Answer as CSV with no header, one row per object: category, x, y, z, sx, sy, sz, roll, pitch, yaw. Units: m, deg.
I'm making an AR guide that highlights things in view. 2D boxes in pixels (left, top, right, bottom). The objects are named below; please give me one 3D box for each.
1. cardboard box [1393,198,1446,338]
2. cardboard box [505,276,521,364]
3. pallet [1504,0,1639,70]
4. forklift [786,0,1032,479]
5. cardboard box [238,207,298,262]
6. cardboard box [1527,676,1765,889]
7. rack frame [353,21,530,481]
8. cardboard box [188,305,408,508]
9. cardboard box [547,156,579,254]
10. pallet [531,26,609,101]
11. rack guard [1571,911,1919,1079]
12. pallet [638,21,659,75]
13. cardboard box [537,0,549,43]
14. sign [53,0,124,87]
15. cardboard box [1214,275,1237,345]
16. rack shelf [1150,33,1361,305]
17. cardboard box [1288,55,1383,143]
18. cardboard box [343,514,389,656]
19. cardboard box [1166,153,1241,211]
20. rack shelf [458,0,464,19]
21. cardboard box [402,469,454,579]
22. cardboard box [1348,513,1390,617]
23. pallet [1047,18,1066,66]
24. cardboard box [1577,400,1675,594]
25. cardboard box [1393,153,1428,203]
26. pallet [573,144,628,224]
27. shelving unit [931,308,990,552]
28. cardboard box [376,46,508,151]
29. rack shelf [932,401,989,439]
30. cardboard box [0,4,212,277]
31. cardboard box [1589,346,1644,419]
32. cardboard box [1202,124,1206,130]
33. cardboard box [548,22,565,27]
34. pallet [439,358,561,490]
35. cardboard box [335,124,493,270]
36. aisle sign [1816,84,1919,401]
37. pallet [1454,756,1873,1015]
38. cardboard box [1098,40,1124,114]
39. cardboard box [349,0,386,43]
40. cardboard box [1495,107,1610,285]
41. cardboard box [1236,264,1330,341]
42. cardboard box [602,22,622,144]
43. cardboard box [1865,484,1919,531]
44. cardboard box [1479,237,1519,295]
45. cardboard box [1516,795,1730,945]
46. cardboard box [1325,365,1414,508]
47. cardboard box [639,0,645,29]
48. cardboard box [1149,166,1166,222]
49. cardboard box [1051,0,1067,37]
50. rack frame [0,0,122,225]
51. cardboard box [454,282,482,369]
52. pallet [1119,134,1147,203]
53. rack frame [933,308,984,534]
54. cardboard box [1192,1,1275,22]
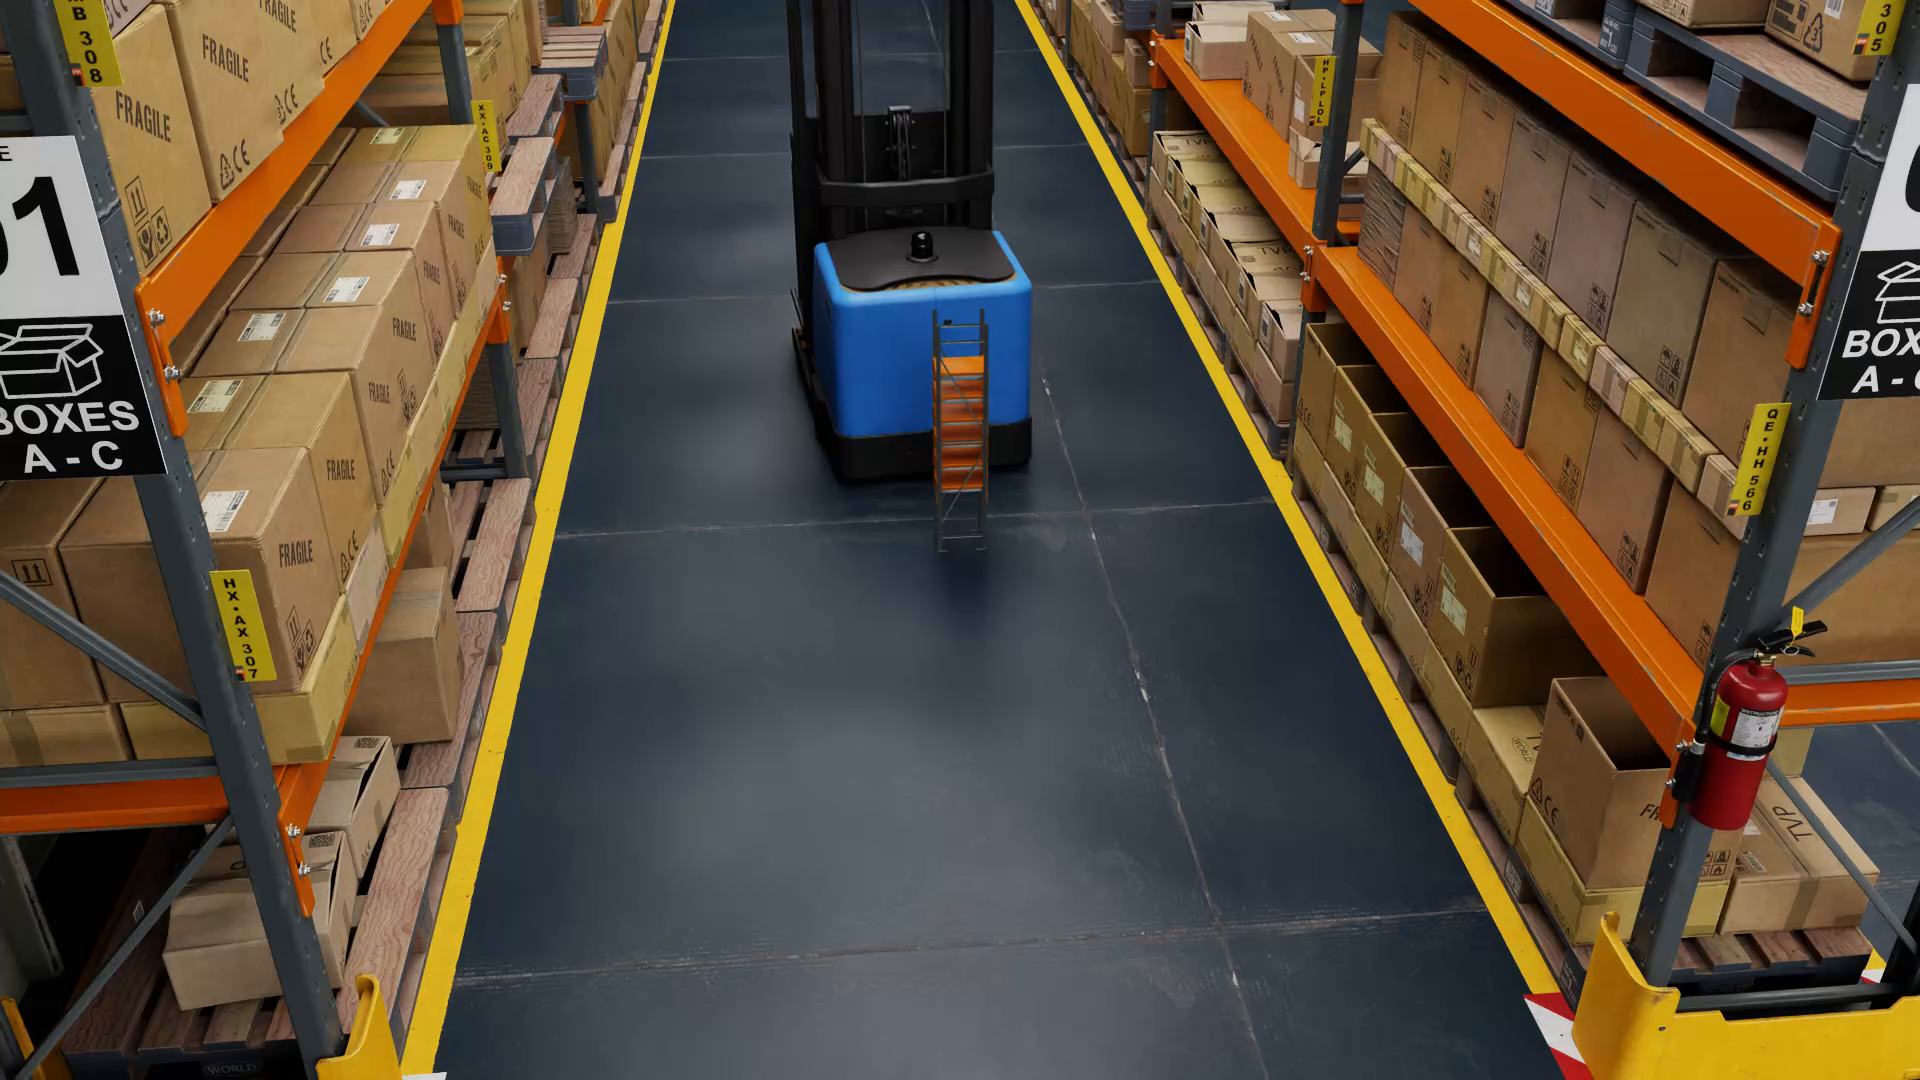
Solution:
cardboard box,2.343,-1.216,7.263,0.700,0.500,0.500,-3,31,-5
cardboard box,-2.875,-1.181,9.311,0.700,0.500,0.500,-3,31,-6
pallet,2.456,-1.863,5.604,1.003,0.211,1.213,-3,31,-5
forklift,-0.411,-2.318,9.273,1.130,2.935,3.031,-6,31,-10
cardboard box,-2.770,-0.926,6.271,0.500,0.500,0.500,-2,31,-3
cardboard box,2.267,0.792,5.539,0.500,0.500,0.500,-3,31,-5
rack frame,-2.692,-1.429,7.718,1.000,3.000,0.127,-3,31,-5
cardboard box,-2.142,-0.428,5.437,0.500,0.500,0.500,-4,31,-6
cardboard box,-2.946,-2.222,11.053,0.700,0.500,0.500,-2,31,-4
pallet,-2.893,-3.030,10.585,1.213,0.211,1.003,-3,31,-5
rack guard,2.616,1.459,5.320,1.175,0.500,0.348,-3,31,-5
pallet,-3.432,-4.708,15.927,1.003,0.211,1.213,-3,31,-5
cardboard box,-3.012,-3.464,10.597,0.700,0.500,0.500,-6,31,-10
sign,-1.778,-1.076,3.349,0.100,0.325,0.005,-3,31,-5
cardboard box,1.819,-1.386,9.916,0.500,0.250,0.500,-2,31,-3
rack shelf,2.053,-2.381,10.012,1.077,0.370,4.000,-3,31,-5
cardboard box,2.135,-2.373,9.200,0.500,0.500,0.500,-1,31,-1
cardboard box,-2.110,0.140,5.217,0.500,0.250,0.500,-4,31,-6
cardboard box,1.680,-2.402,11.071,0.500,0.311,0.500,-3,31,-6
rack shelf,-2.879,-3.429,8.842,1.077,0.370,4.000,-3,31,-5
cardboard box,-2.555,-0.017,7.362,0.500,0.500,0.500,-5,31,-8
cardboard box,2.064,0.094,7.439,0.500,0.250,0.500,-3,31,-5
pallet,1.429,-4.906,16.258,1.003,0.211,1.213,-3,31,-5
cardboard box,2.529,-0.176,5.522,0.700,0.500,0.500,-2,31,-3
cardboard box,2.121,-1.583,7.246,0.380,0.149,0.250,-4,31,-6
pallet,-3.064,-2.680,12.532,1.003,0.211,1.213,-3,31,-5
shelving unit,0.001,-0.508,7.930,0.258,1.200,0.189,-3,31,-5
cardboard box,-2.751,-2.208,8.495,0.700,0.500,0.500,0,31,1
rack shelf,0.001,-0.573,7.891,0.258,0.103,0.180,-3,31,-5
cardboard box,-2.100,-0.909,3.804,0.500,0.500,0.500,-2,31,-3
cardboard box,2.317,-0.526,5.476,0.380,0.149,0.250,-2,31,-4
cardboard box,2.108,-3.072,12.477,0.500,0.500,0.500,-1,31,-2
cardboard box,-2.866,-3.551,11.496,0.380,0.149,0.250,-3,31,-5
pallet,-2.766,-0.629,9.098,1.003,0.211,1.213,-3,31,-5
cardboard box,-2.340,-1.469,7.179,0.500,0.500,0.500,-3,31,-5
aisle sign,2.327,-0.695,3.953,0.394,0.787,0.004,-3,31,-5
pallet,2.500,1.182,6.064,1.003,0.211,1.213,-3,31,-5
cardboard box,1.442,-3.824,13.736,0.500,0.500,0.500,-4,31,-6
cardboard box,-2.275,-1.983,5.602,0.500,0.500,0.500,-4,31,-7
cardboard box,2.428,-1.273,6.094,0.700,0.500,0.500,-3,31,-5
cardboard box,1.862,-1.367,9.339,0.500,0.311,0.500,-2,31,-3
cardboard box,-3.079,-3.558,12.968,0.750,0.750,0.750,-3,31,-5
cardboard box,2.791,-0.158,4.860,0.380,0.149,0.250,-3,31,-5
cardboard box,2.220,-1.053,6.357,0.380,0.149,0.250,-3,31,-5
cardboard box,2.269,1.114,5.731,0.500,0.250,0.500,-3,31,-5
cardboard box,2.026,-0.484,7.675,0.500,0.500,0.500,-3,31,-5
cardboard box,-3.451,-5.264,16.166,0.700,0.500,0.500,-3,31,-5
cardboard box,1.623,-2.429,11.663,0.500,0.250,0.500,-3,31,-5
cardboard box,1.157,-5.146,15.949,0.500,0.500,0.500,-3,31,-5
rack frame,-2.318,-1.962,2.760,1.000,3.000,0.127,-3,31,-5
cardboard box,-2.308,-0.891,6.944,0.500,0.250,0.500,-3,31,-4
pallet,1.834,-2.896,12.893,1.003,0.211,1.213,-3,31,-5
rack frame,-0.007,-0.554,8.008,0.240,1.200,0.006,-3,31,-5
cardboard box,1.857,-3.485,11.246,0.500,0.311,0.500,-1,31,-1
